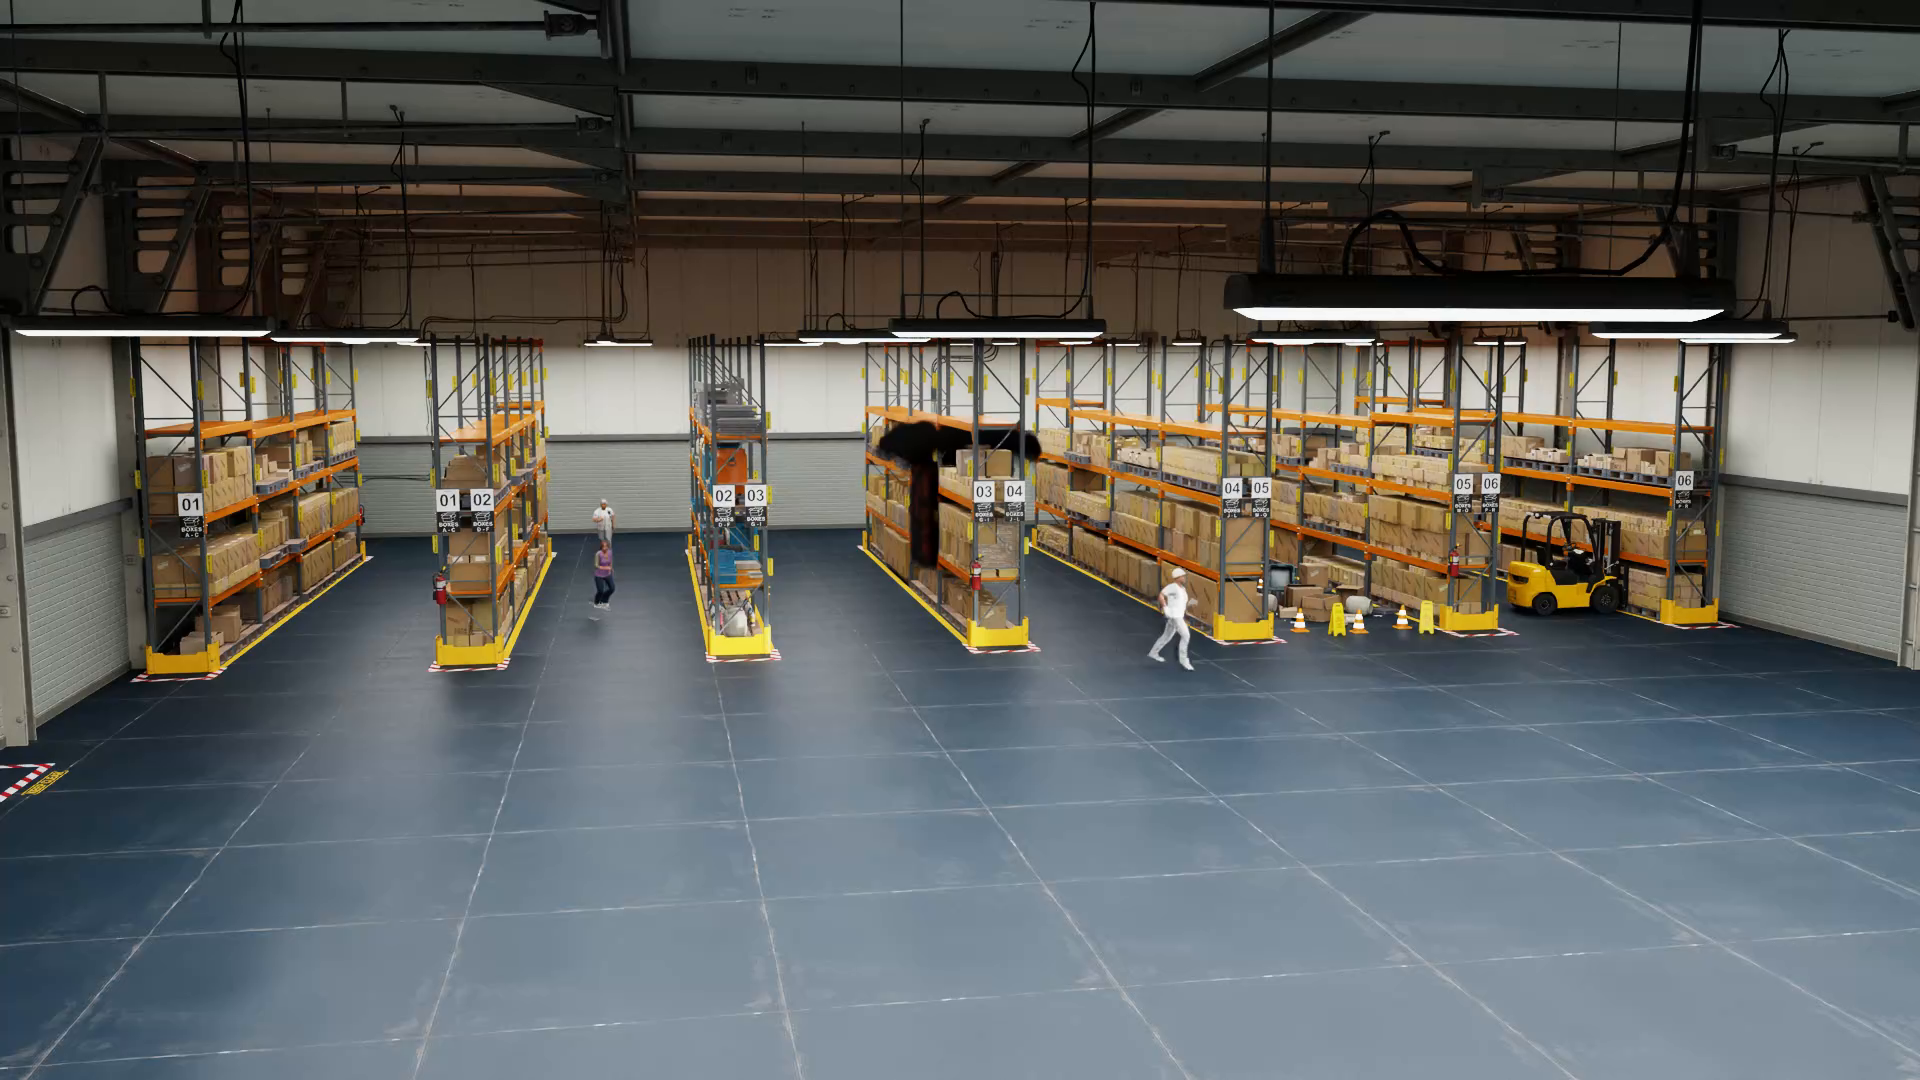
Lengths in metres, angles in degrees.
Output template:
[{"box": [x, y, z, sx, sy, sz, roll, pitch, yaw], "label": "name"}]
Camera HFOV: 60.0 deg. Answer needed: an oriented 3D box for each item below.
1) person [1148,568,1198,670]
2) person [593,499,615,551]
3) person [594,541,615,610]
[{"box": [3.816, 1.416, 29.920, 0.899, 1.829, 0.726, 2, 7, 19], "label": "person"}, {"box": [-9.619, -0.258, 44.951, 0.570, 1.712, 0.855, -1, 7, -11], "label": "person"}, {"box": [-7.441, 0.747, 34.787, 0.545, 1.511, 0.826, -5, 8, -38], "label": "person"}]
